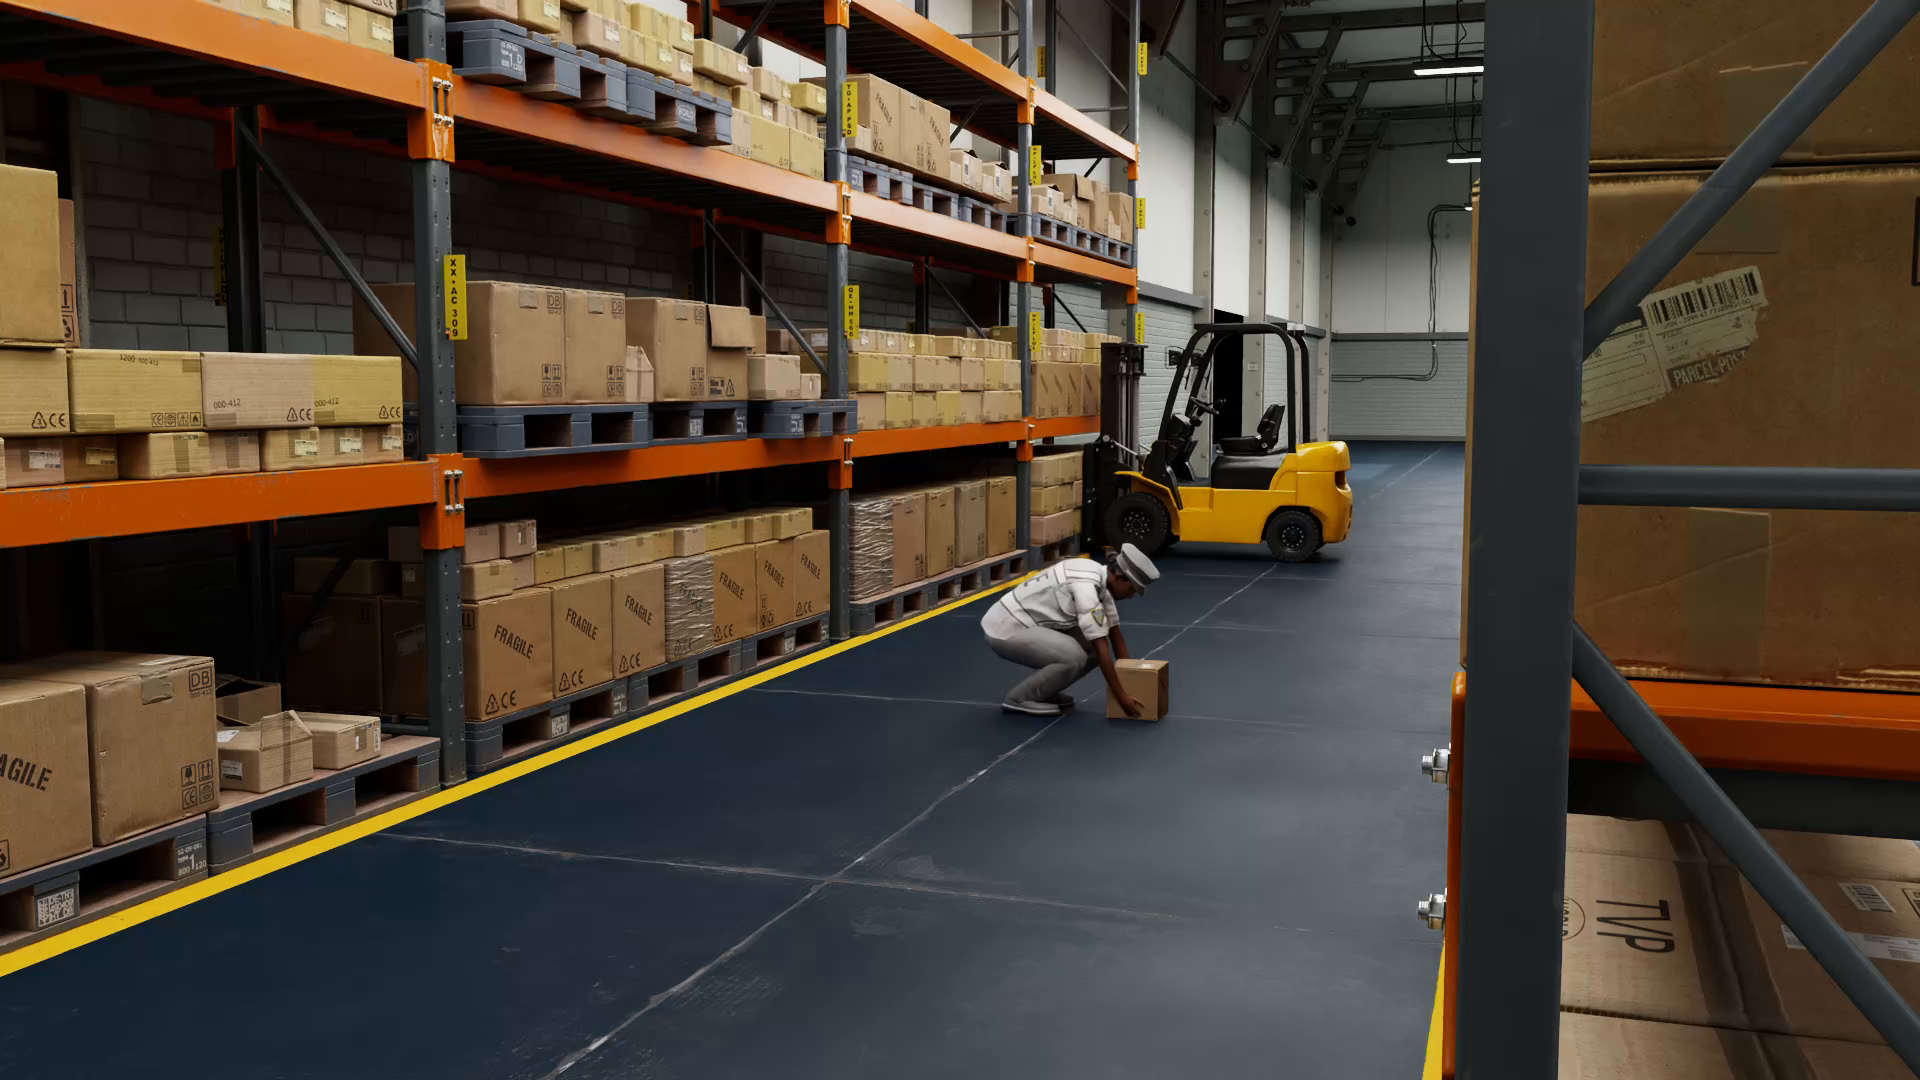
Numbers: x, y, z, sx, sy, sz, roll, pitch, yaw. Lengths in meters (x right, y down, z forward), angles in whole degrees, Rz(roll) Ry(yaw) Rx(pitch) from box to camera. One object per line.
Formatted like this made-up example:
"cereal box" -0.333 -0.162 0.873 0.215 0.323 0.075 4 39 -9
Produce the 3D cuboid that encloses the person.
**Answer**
"person" 0.542 0.434 8.140 0.869 0.845 0.480 2 6 20
